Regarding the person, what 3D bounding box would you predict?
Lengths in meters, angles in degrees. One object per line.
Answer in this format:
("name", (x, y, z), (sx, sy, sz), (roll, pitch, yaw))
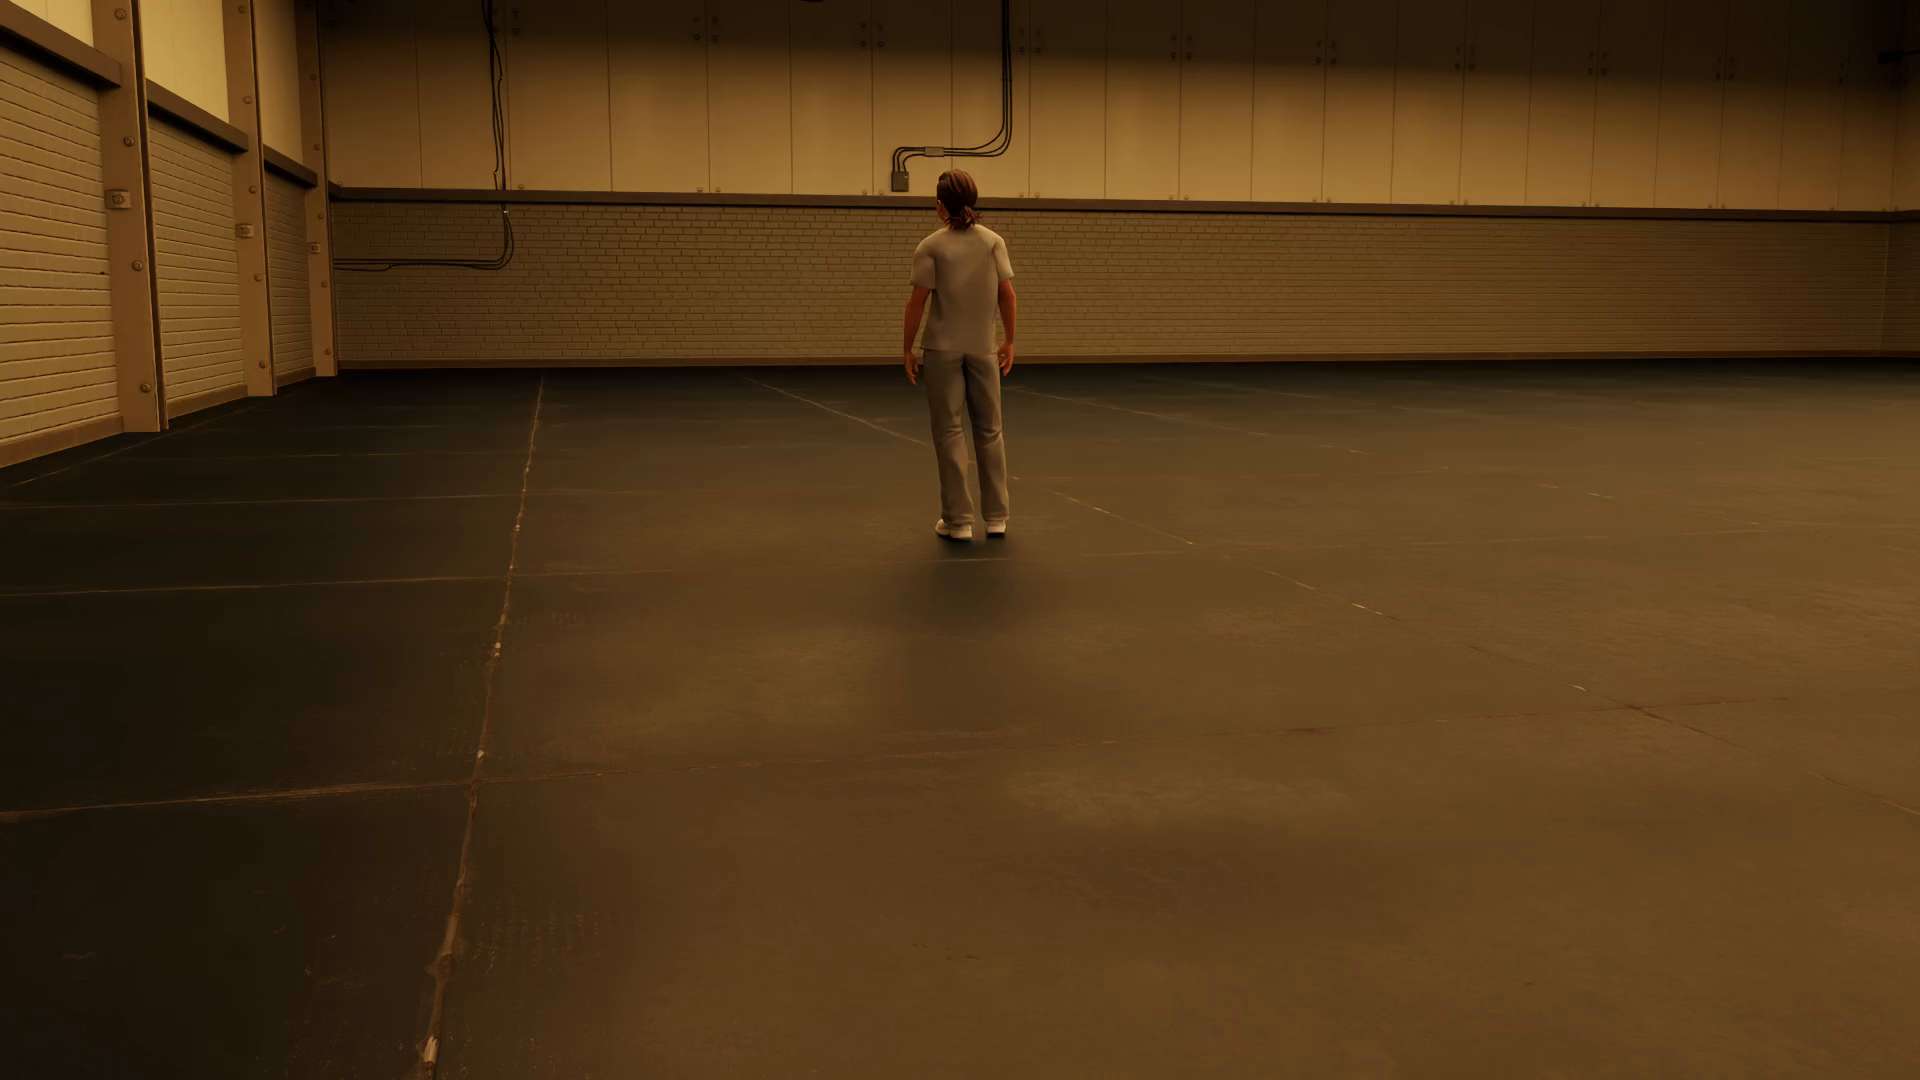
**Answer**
("person", (-0.004, -0.848, 7.664), (0.549, 1.673, 0.548), (-2, 8, -13))
